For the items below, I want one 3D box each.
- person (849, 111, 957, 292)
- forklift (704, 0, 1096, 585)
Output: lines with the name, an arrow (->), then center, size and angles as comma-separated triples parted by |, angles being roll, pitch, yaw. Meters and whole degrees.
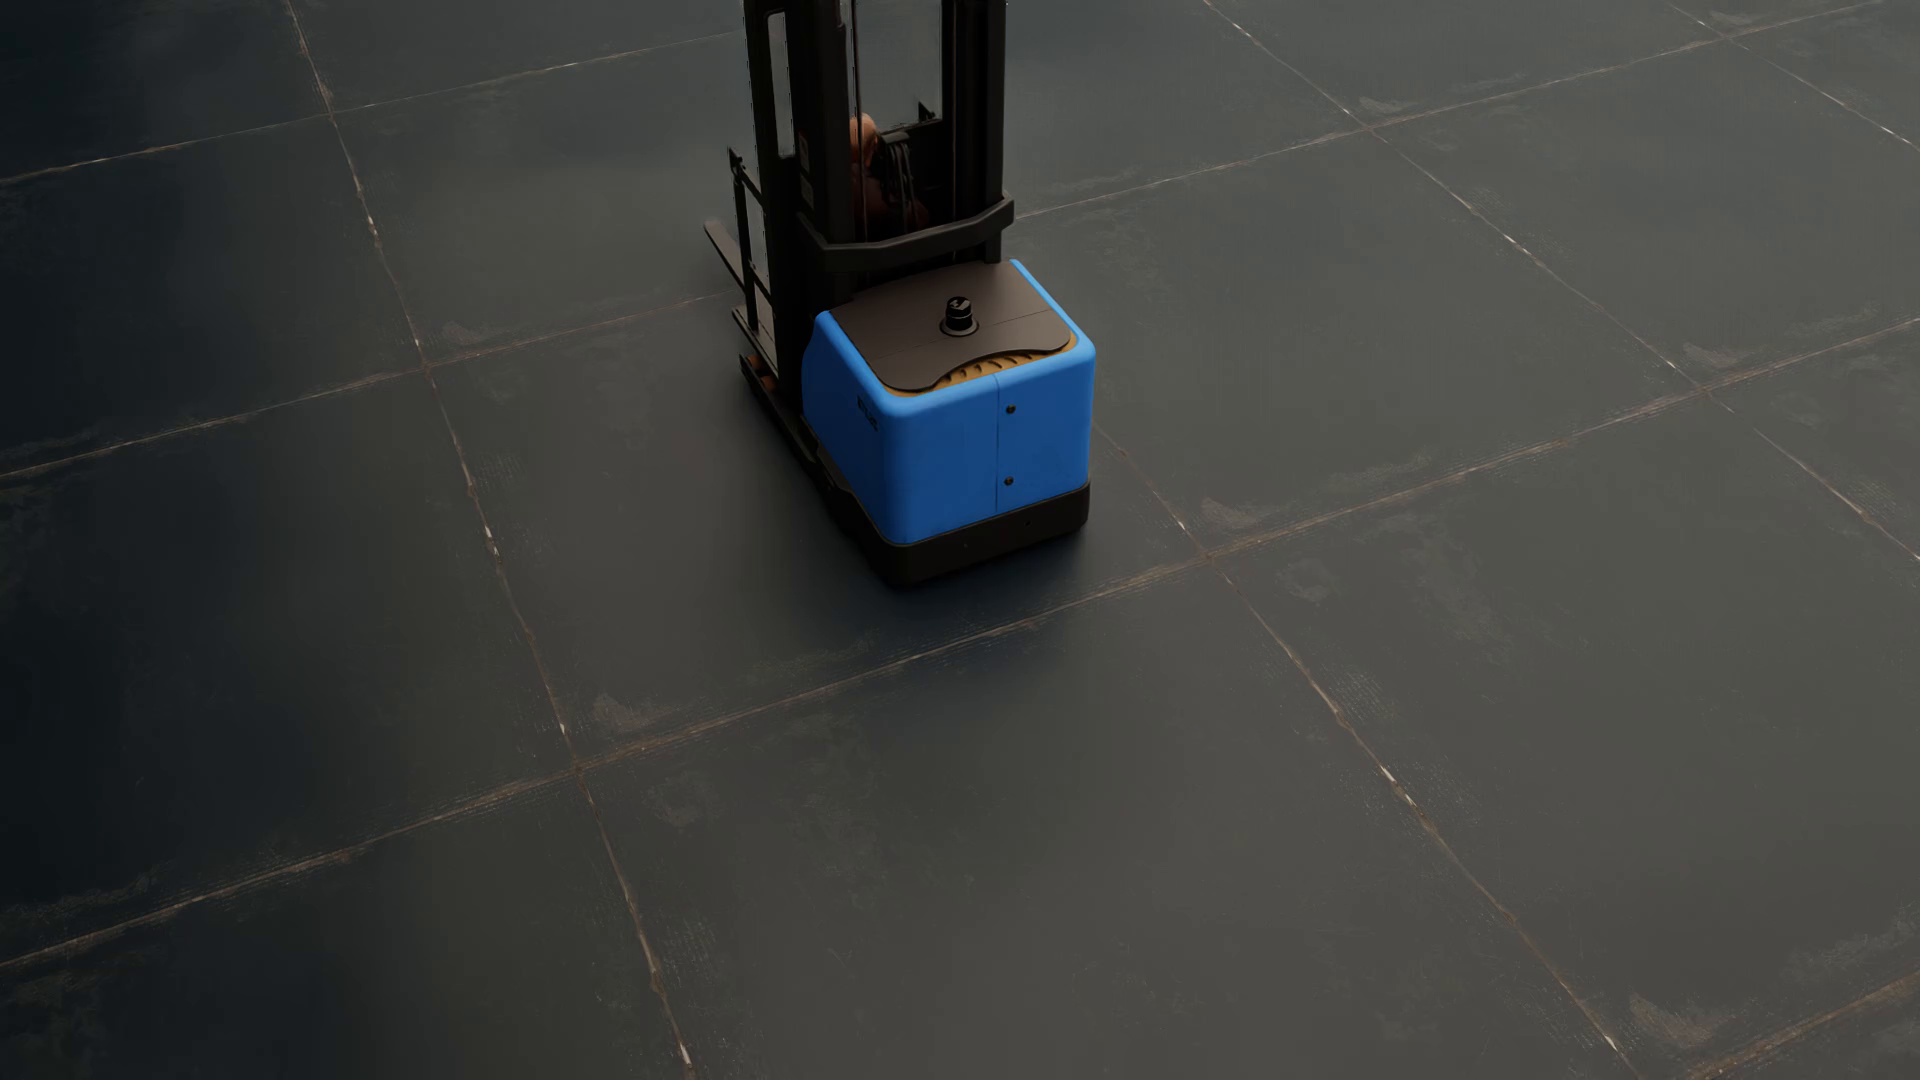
person -> -0.418, -1.329, 8.025 | 0.855, 1.751, 0.621 | 13, 44, 13
forklift -> -0.490, -1.877, 7.691 | 1.130, 2.935, 3.031 | -18, 46, -19
